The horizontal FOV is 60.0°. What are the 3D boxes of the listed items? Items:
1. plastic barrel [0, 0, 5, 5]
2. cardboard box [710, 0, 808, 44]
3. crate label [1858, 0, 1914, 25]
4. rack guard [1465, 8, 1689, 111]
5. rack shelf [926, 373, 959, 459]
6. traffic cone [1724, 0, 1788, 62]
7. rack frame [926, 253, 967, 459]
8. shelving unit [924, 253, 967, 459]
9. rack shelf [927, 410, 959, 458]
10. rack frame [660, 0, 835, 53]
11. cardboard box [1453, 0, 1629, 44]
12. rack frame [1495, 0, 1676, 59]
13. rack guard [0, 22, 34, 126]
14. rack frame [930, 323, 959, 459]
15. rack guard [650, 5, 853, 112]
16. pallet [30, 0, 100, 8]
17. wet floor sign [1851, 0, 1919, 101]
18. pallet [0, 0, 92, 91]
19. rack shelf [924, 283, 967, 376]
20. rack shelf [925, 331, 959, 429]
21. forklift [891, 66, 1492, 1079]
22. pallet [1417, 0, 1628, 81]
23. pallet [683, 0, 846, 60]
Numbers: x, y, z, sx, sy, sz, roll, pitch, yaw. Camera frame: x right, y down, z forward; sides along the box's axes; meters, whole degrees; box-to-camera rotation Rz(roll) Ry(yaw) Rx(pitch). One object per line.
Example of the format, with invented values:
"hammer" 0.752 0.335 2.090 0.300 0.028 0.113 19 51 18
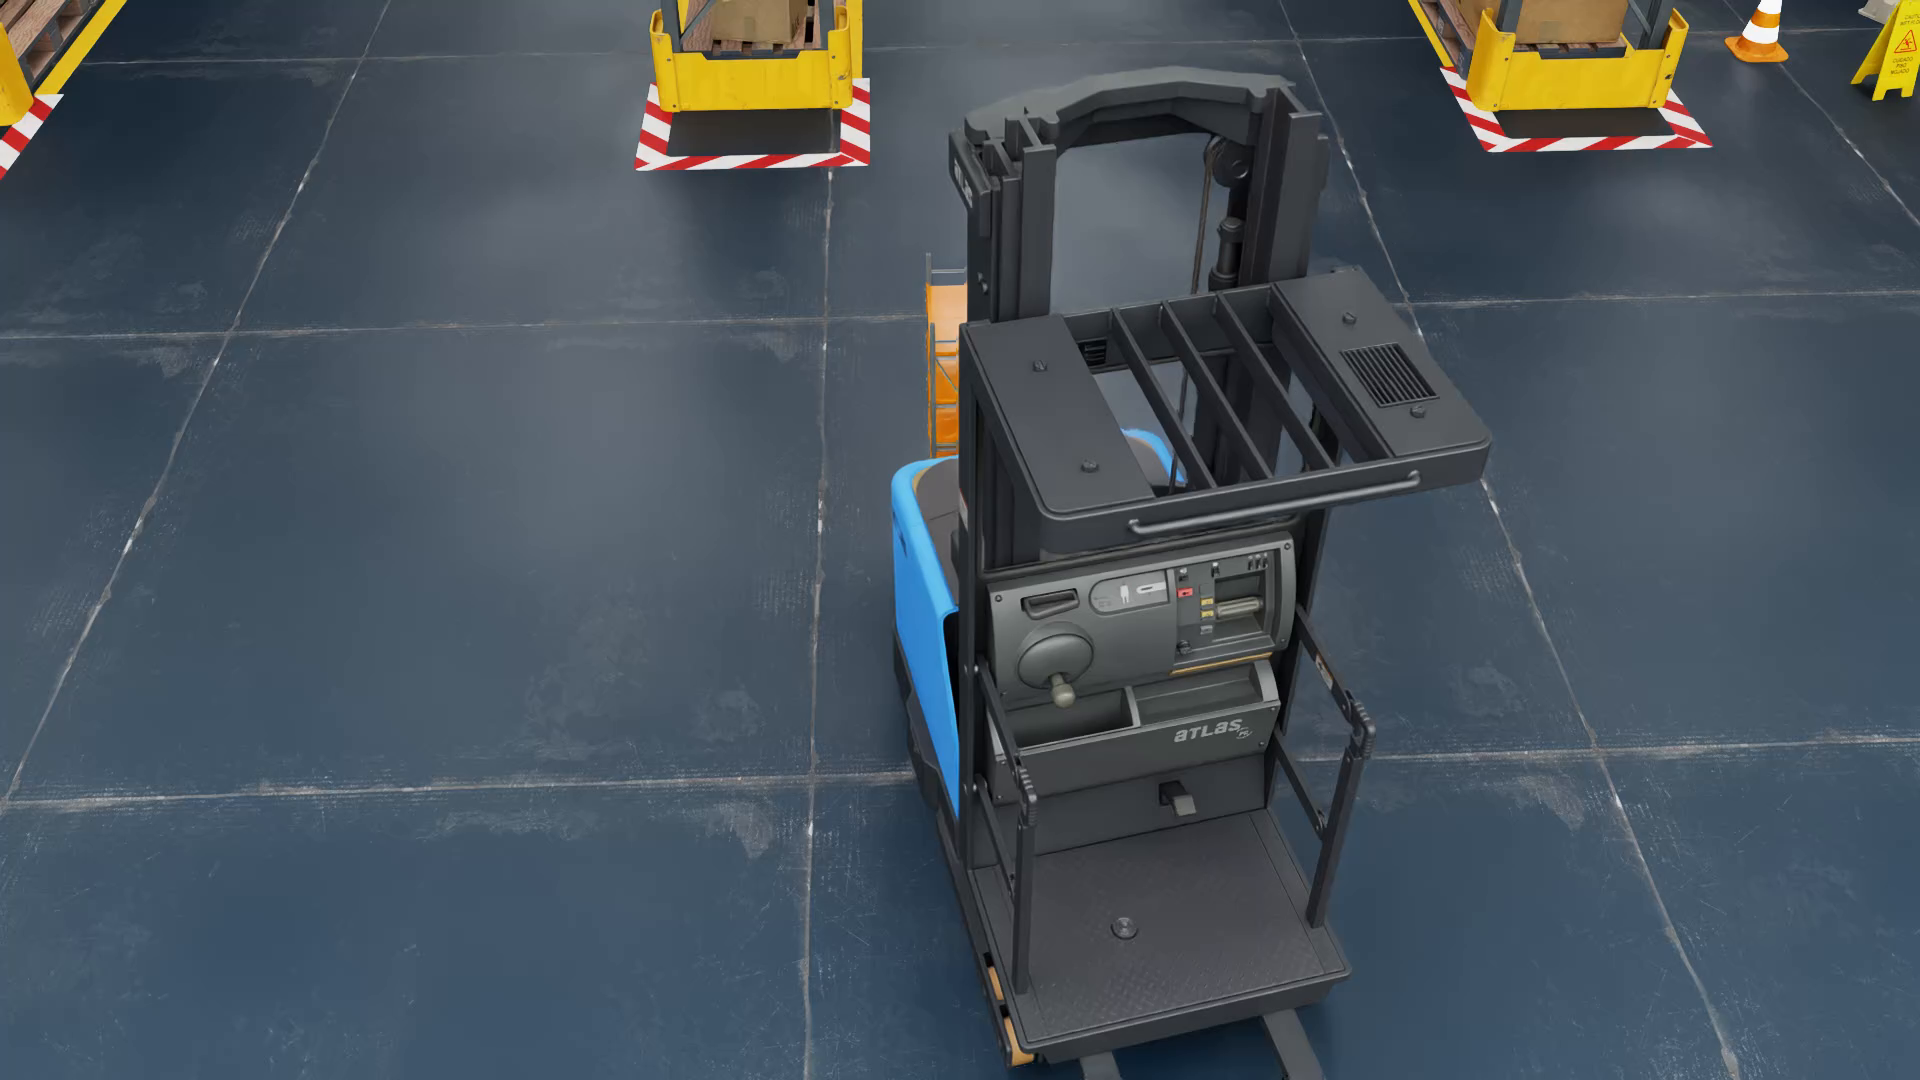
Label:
"plastic barrel" -6.317 -3.655 10.548 0.421 0.512 0.421 0 43 0
"cardboard box" -1.253 -3.435 10.316 0.500 0.500 0.500 6 43 6
"crate label" 6.161 -3.529 10.999 0.250 0.136 0.298 -23 47 -23
"rack guard" 3.718 -2.916 10.061 1.175 0.500 0.348 -2 43 -2
"rack shelf" -0.007 -0.504 7.012 0.258 0.148 0.480 -2 43 -2
"traffic cone" 5.113 -3.317 10.527 0.336 0.463 0.334 -2 43 -2
"rack frame" -0.017 -0.719 7.146 0.240 1.200 0.015 -2 43 -2
"shelving unit" -0.007 -0.554 6.966 0.258 1.200 0.503 -2 43 -2
"rack shelf" -0.007 -0.358 7.146 0.258 0.148 0.480 -2 43 -2
"rack frame" -1.243 -3.779 9.153 1.000 3.000 0.127 -2 43 -2
"cardboard box" 3.622 -3.681 10.307 0.875 0.875 0.875 -1 43 -2
"rack frame" 3.717 -3.853 9.234 1.000 3.000 0.127 -2 43 -2
"rack guard" -6.242 -2.766 9.897 1.175 0.500 0.348 -2 43 -2
"rack frame" 0.003 -0.389 6.787 0.240 1.200 0.015 -2 43 -2
"rack guard" -1.246 -2.909 10.054 1.175 0.500 0.348 -2 43 -2
"pallet" -6.320 -4.029 11.490 1.003 0.211 1.213 -2 43 -2
"wet floor sign" 5.696 -3.023 10.070 0.267 0.644 0.232 -8 43 -9
"pallet" -6.271 -3.208 10.593 1.003 0.211 1.213 -2 43 -2
"rack shelf" -0.007 -0.844 6.701 0.258 0.148 0.480 -2 43 -2
"rack shelf" -0.007 -0.669 6.861 0.258 0.148 0.480 -2 43 -2
"forklift" 0.598 0.325 4.726 1.130 2.935 3.031 -10 43 -10
"pallet" 3.605 -3.363 10.763 1.003 0.211 1.213 -2 43 -2
"pallet" -1.245 -3.352 10.751 1.003 0.211 1.213 -2 43 -2
